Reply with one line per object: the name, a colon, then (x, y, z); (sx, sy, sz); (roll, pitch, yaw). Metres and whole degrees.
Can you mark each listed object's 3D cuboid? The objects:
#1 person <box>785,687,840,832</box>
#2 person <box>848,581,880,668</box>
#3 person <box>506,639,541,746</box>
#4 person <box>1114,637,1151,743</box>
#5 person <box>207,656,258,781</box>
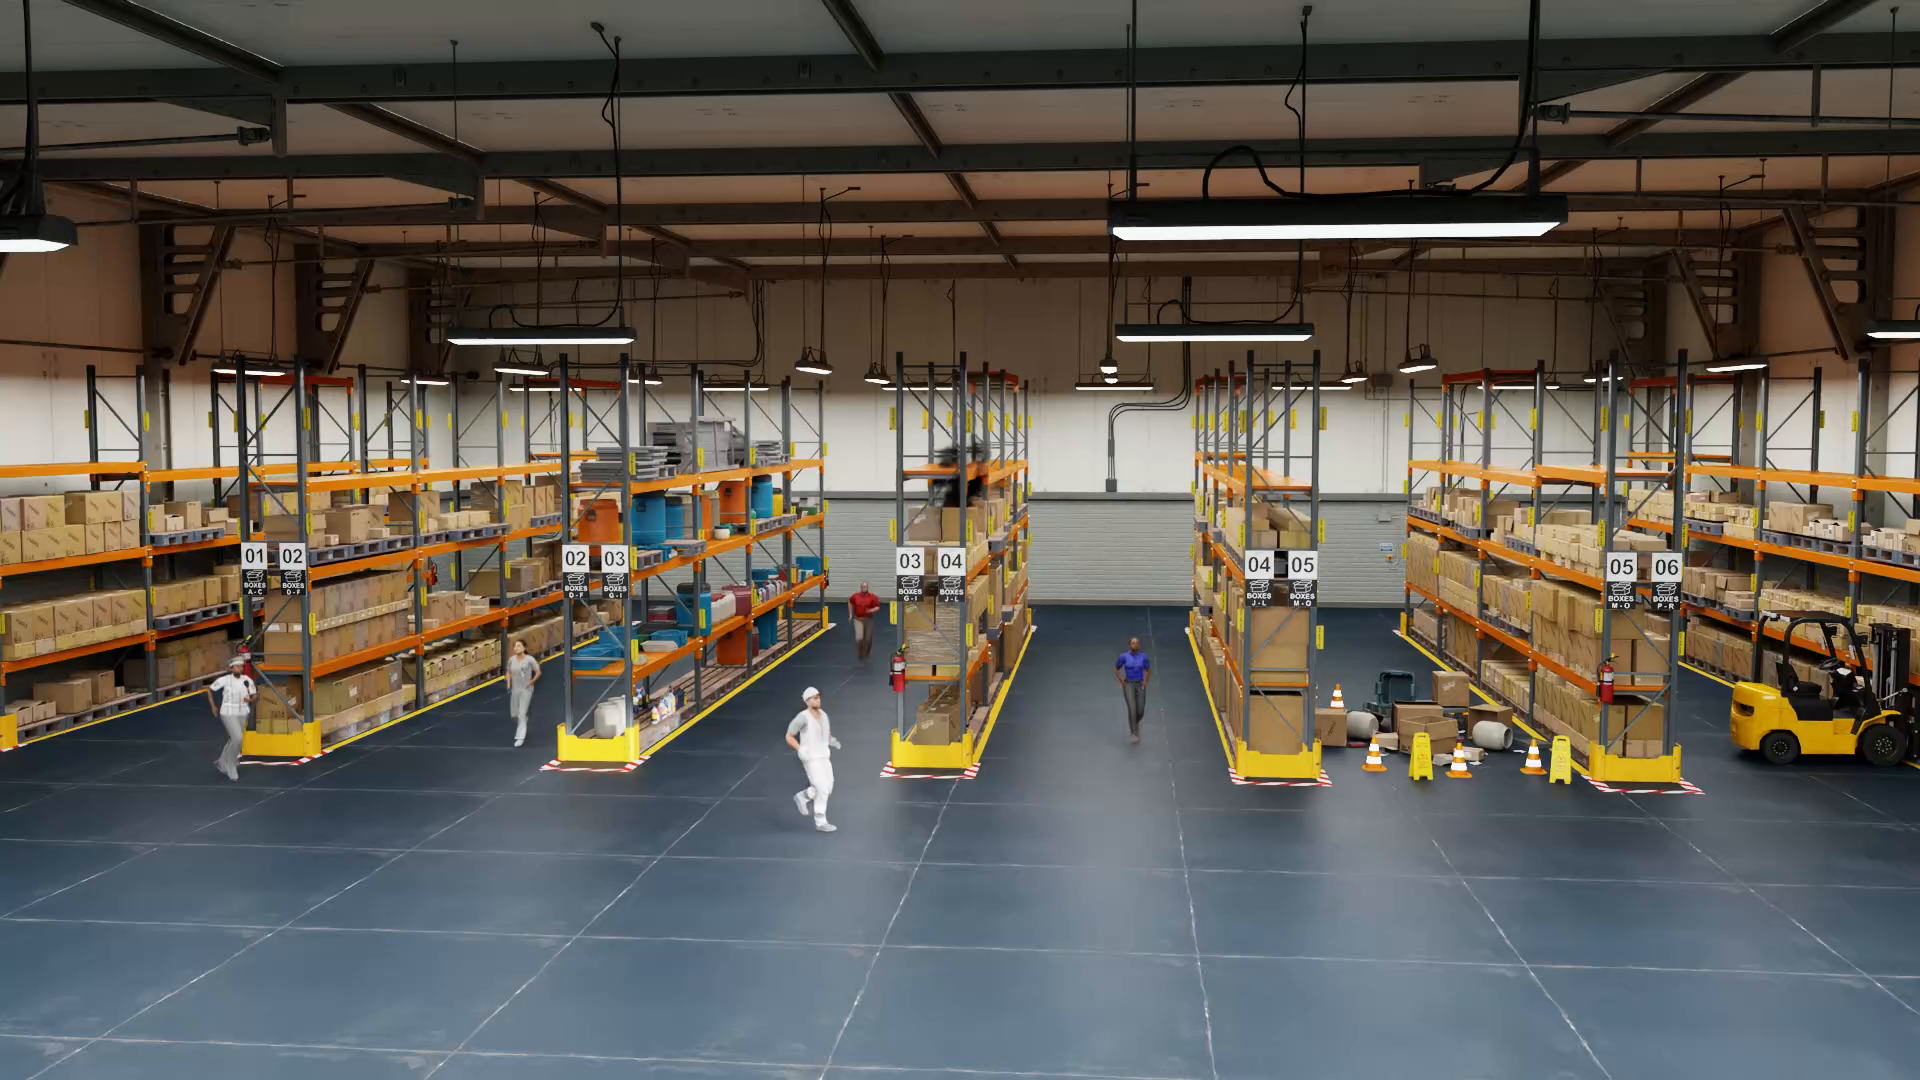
person: (-1.816, 2.680, 20.413); (0.779, 1.749, 0.653); (3, 5, 39)
person: (-1.958, 1.737, 34.029); (0.628, 1.791, 0.841); (0, 4, -6)
person: (-6.795, 2.354, 25.933); (0.566, 1.645, 0.634); (0, 4, 7)
person: (2.721, 2.332, 26.226); (0.586, 1.637, 0.654); (0, 4, -5)
person: (-10.245, 2.494, 23.499); (0.677, 1.723, 0.568); (3, 5, 33)
